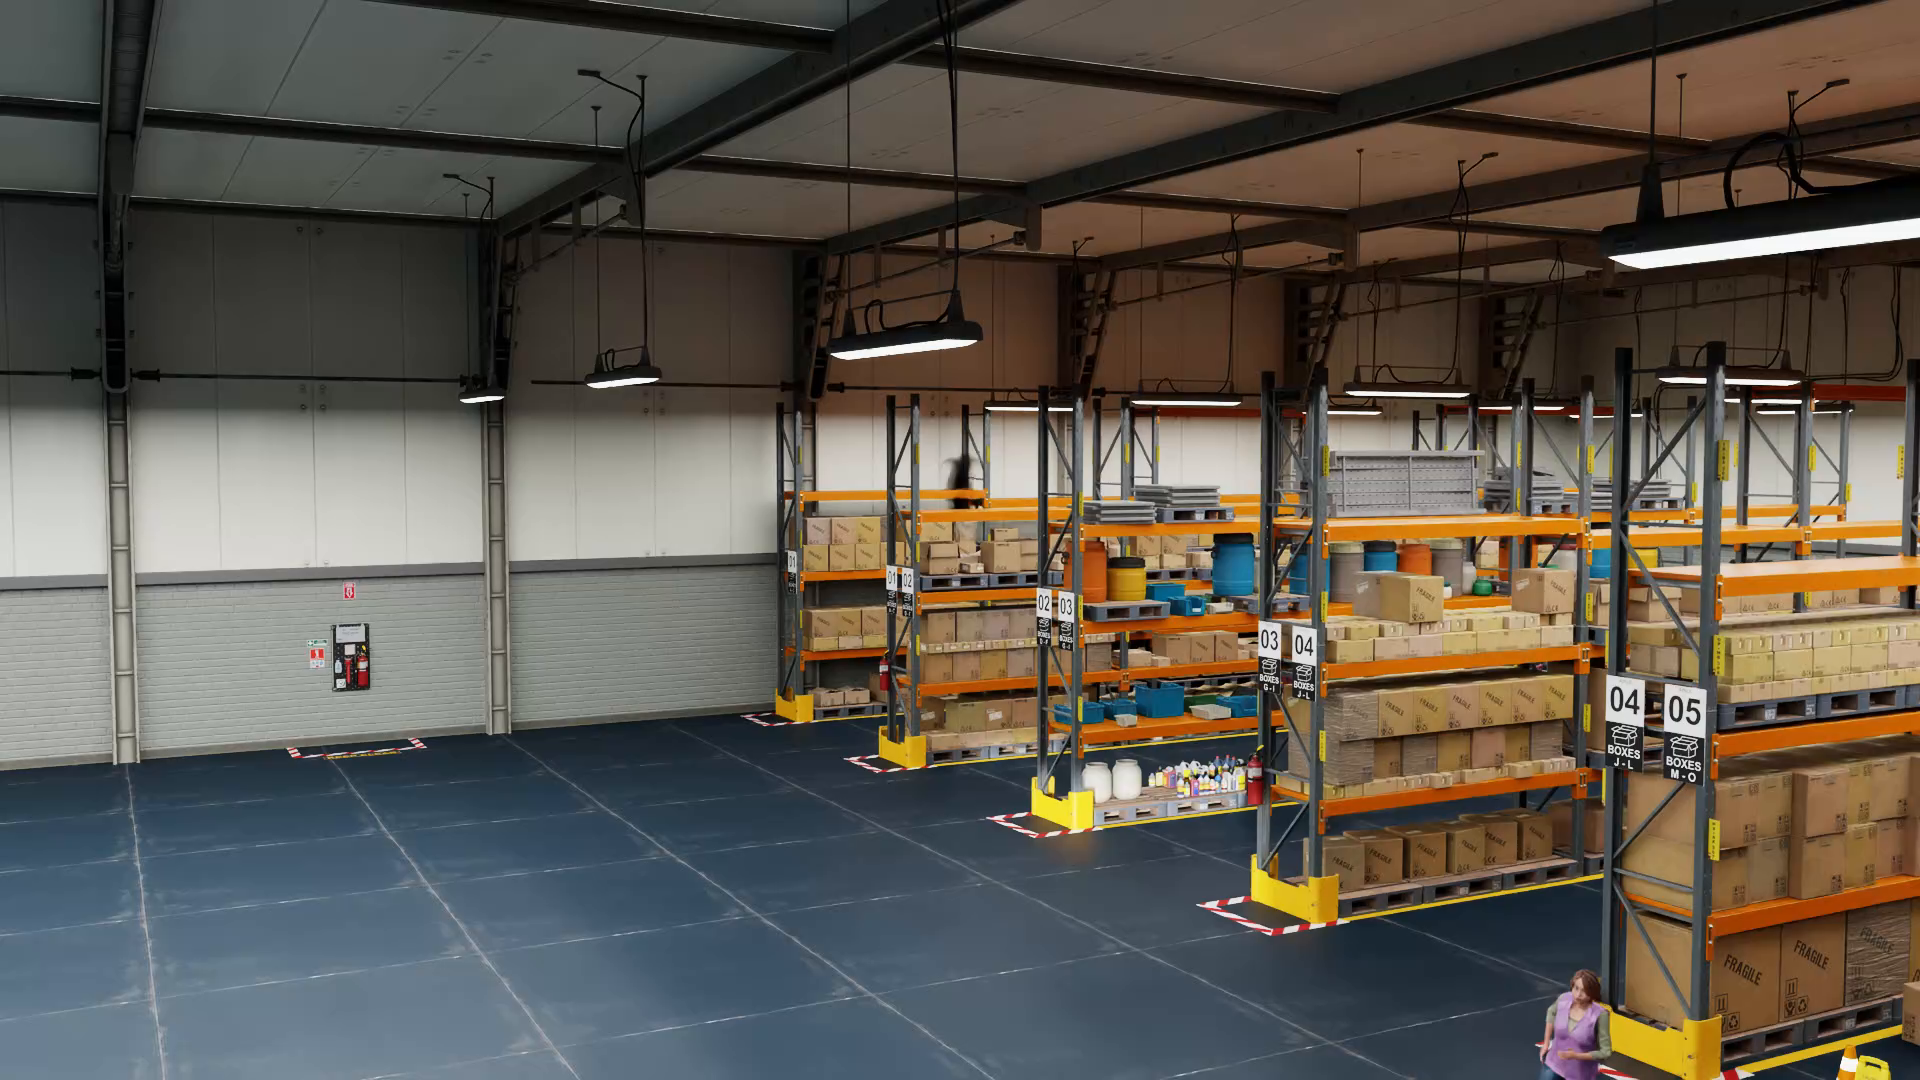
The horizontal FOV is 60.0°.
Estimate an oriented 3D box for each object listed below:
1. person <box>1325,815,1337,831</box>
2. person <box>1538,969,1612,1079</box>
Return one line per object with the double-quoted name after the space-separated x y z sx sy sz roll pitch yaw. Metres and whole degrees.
4.903 3.142 22.265 0.636 1.595 0.694 -1 3 -16 "person"
4.250 3.652 11.545 0.580 1.434 0.761 2 4 35 "person"
